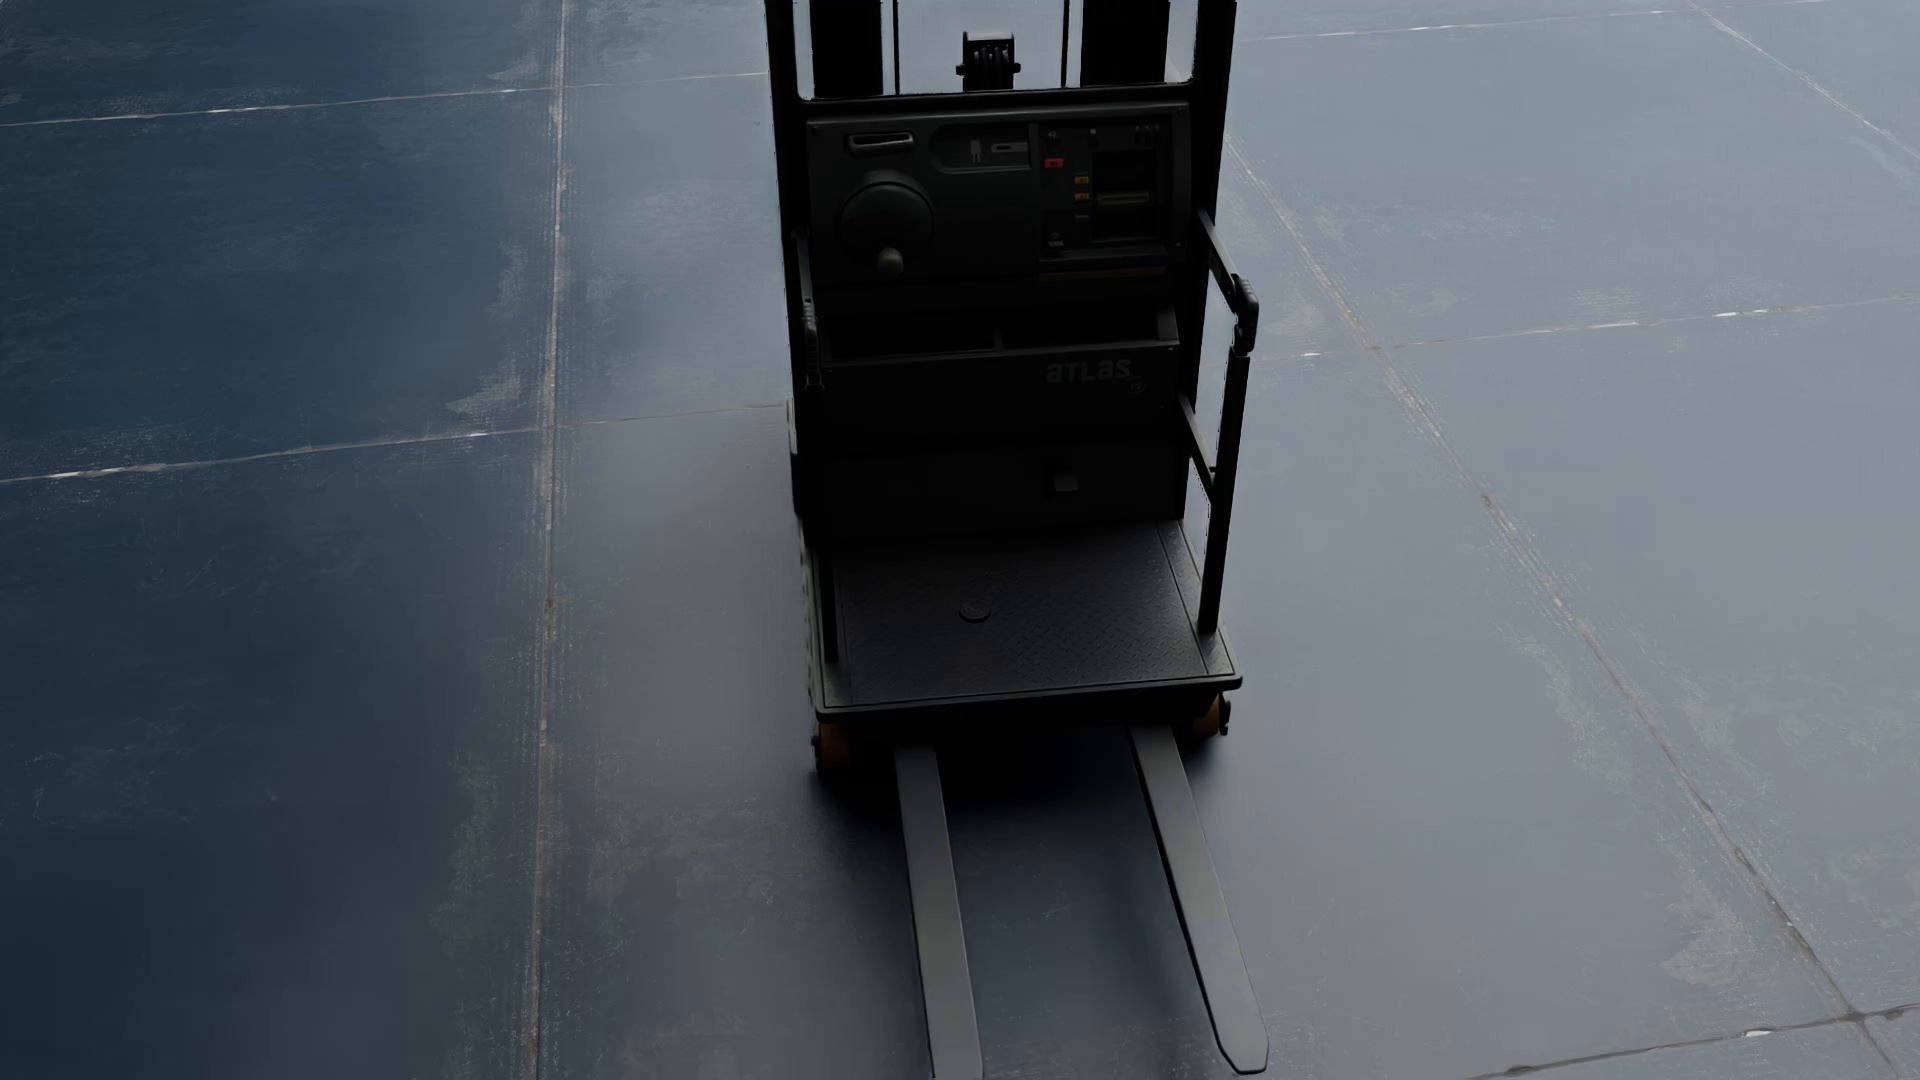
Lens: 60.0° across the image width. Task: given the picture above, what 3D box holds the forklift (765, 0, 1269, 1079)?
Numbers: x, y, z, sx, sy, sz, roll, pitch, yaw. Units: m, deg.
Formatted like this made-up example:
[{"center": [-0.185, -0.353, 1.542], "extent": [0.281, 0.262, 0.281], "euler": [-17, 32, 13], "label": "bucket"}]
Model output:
[{"center": [0.127, -0.774, 3.857], "extent": [1.130, 2.935, 3.031], "euler": [-4, 38, -5], "label": "forklift"}]
